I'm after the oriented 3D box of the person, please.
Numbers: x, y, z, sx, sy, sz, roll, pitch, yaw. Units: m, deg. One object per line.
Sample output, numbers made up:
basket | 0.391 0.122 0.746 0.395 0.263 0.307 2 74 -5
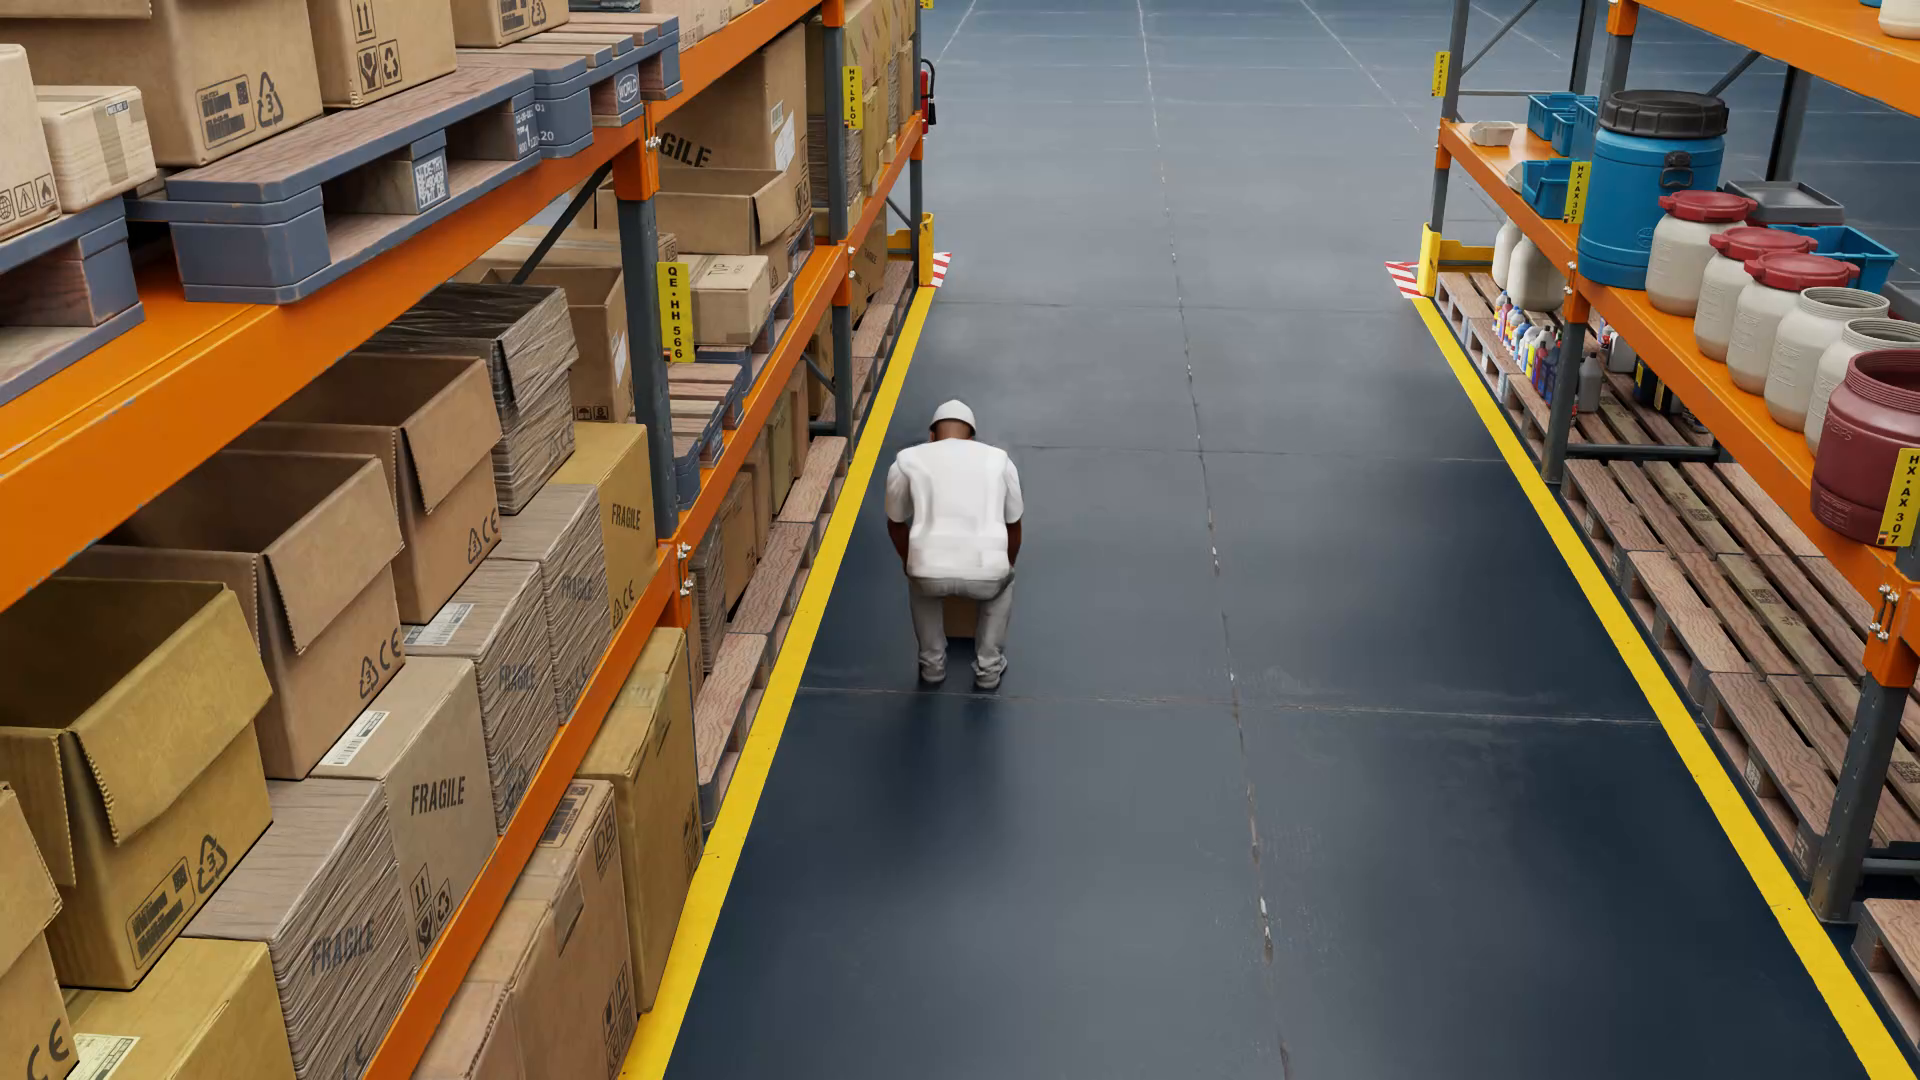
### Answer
person | -0.039 0.035 7.260 0.611 1.140 0.862 2 24 4
